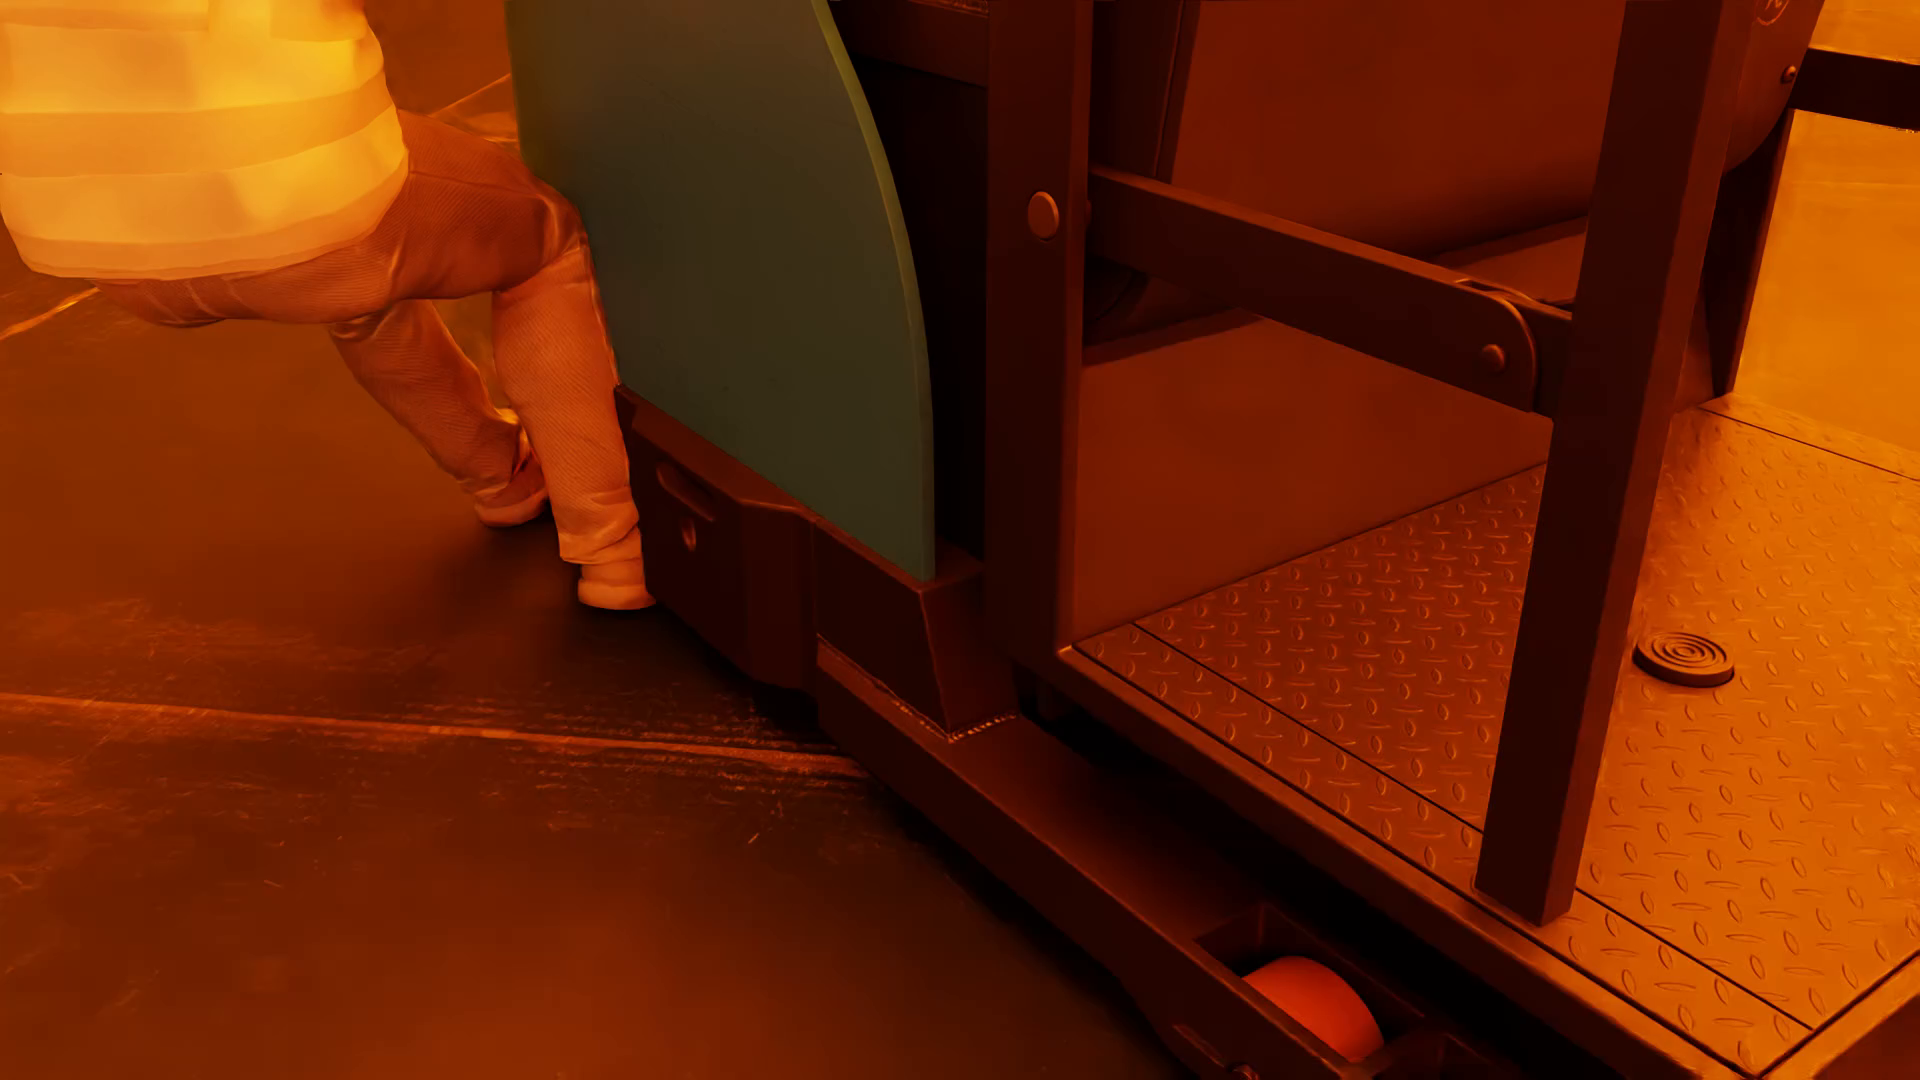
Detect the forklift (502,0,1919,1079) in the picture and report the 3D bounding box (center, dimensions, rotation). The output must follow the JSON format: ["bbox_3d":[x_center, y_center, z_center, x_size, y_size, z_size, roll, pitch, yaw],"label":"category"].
[{"bbox_3d":[0.641,-0.959,1.138,1.130,2.935,3.031,-18,32,-32],"label":"forklift"}]

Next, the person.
[{"bbox_3d":[-0.891,-0.557,2.055,1.100,1.489,0.949,3,27,5],"label":"person"}]
